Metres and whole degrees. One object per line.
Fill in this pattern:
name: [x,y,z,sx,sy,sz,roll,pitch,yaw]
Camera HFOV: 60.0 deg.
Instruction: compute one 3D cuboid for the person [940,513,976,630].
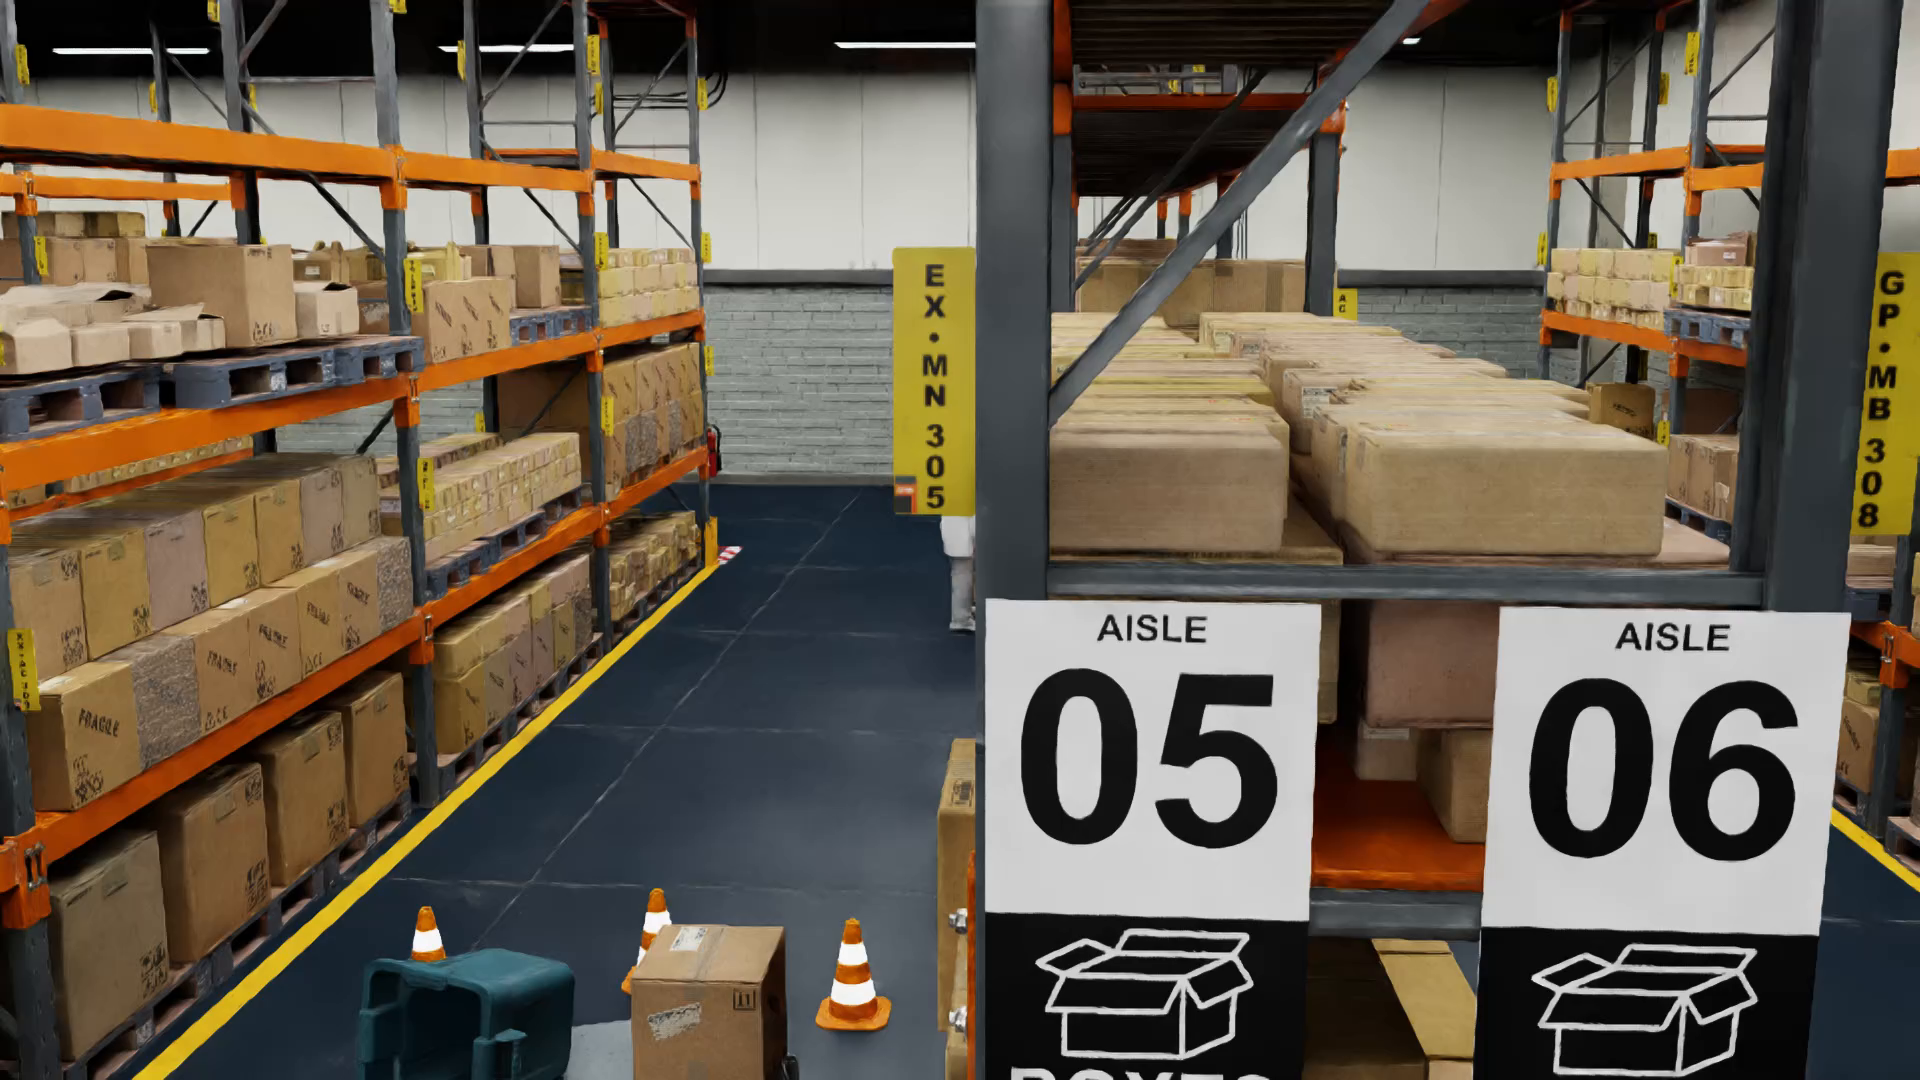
person: [0.113,-0.088,15.295,0.551,1.787,0.654,-6,12,-30]
